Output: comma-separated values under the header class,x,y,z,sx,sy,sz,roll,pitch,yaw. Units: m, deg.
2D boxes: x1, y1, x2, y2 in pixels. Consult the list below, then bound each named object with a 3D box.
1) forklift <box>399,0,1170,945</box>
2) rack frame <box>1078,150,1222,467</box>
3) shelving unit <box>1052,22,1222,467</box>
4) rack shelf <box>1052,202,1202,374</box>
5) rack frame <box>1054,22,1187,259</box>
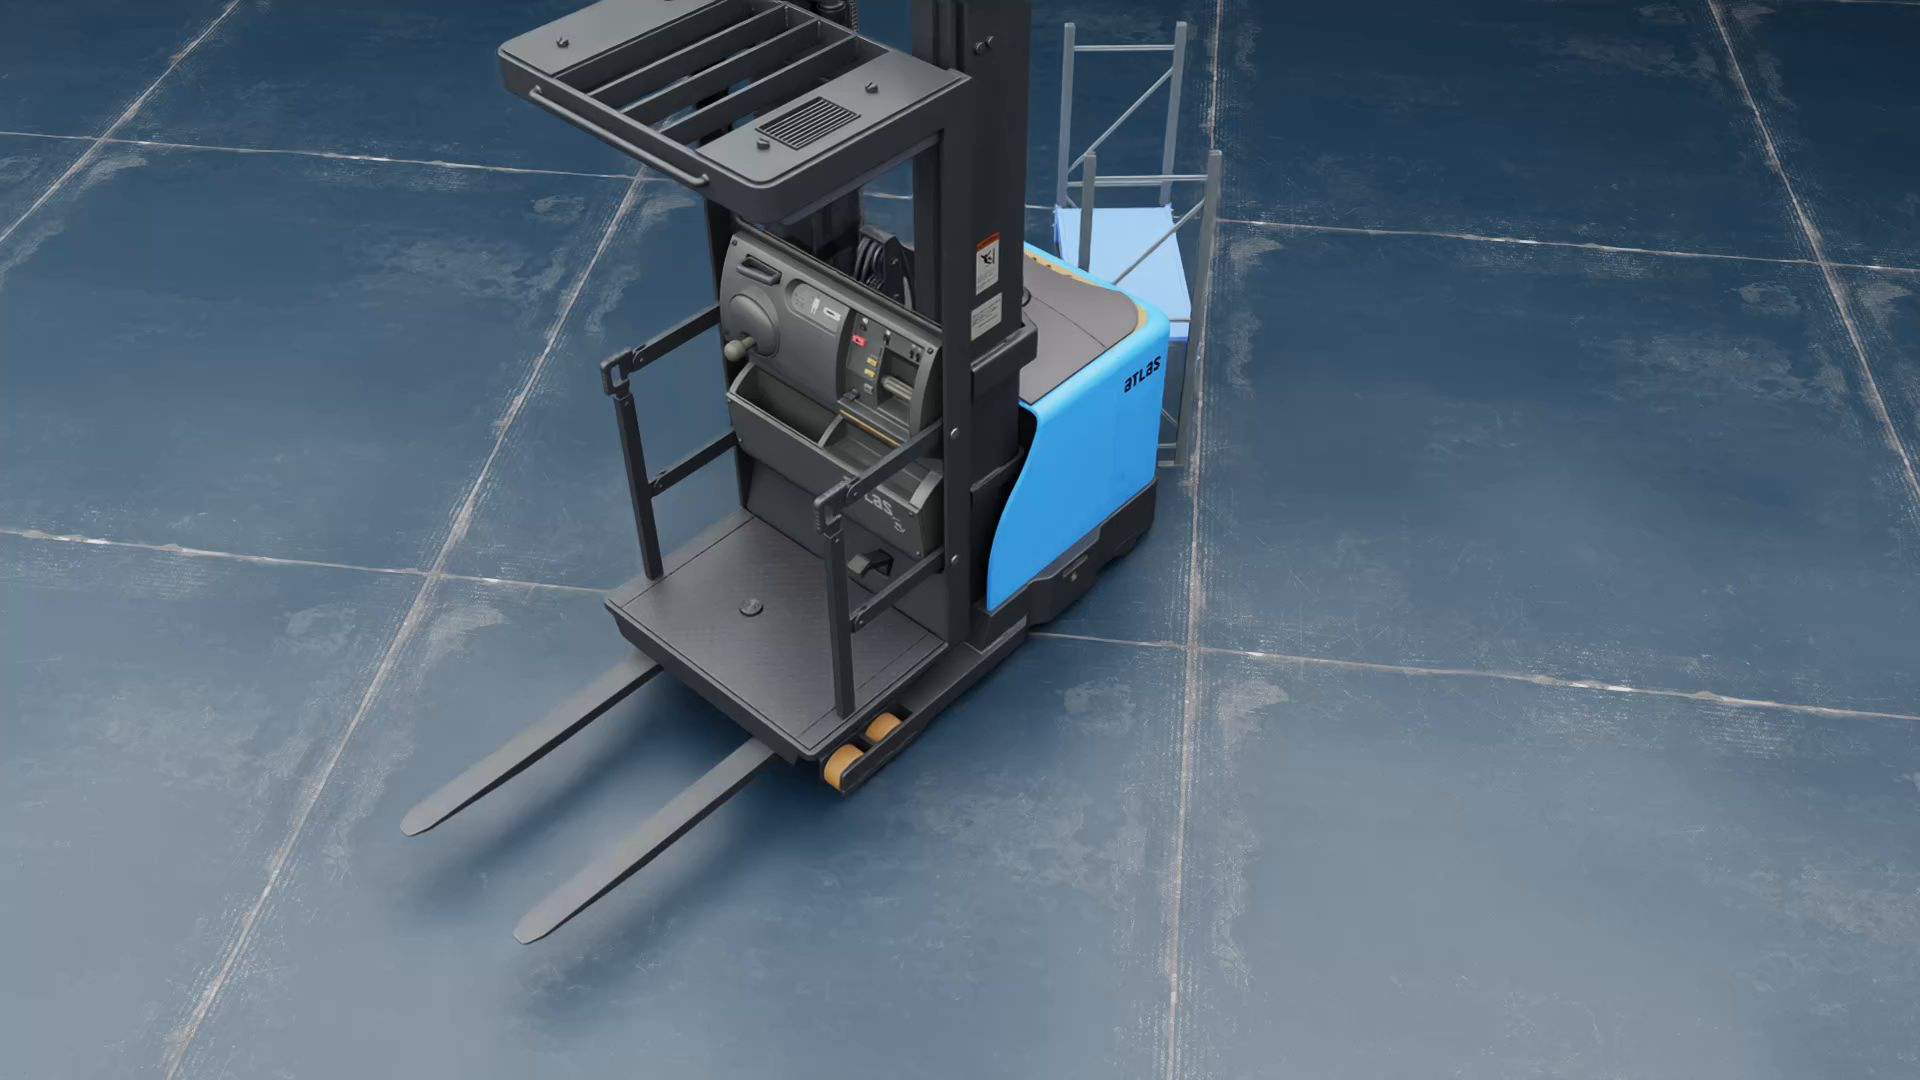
class,x,y,z,sx,sy,sz,roll,pitch,yaw
forklift,-0.575,-0.583,5.234,1.130,2.935,3.031,32,52,29
rack frame,0.703,-0.863,6.571,0.500,1.500,0.032,-1,43,-1
shelving unit,0.690,-1.213,6.940,0.538,1.500,1.048,-1,43,-1
rack shelf,0.690,-1.082,7.064,0.538,0.185,1.000,-1,43,-1
rack frame,0.678,-1.562,7.309,0.500,1.500,0.032,-1,43,-1
